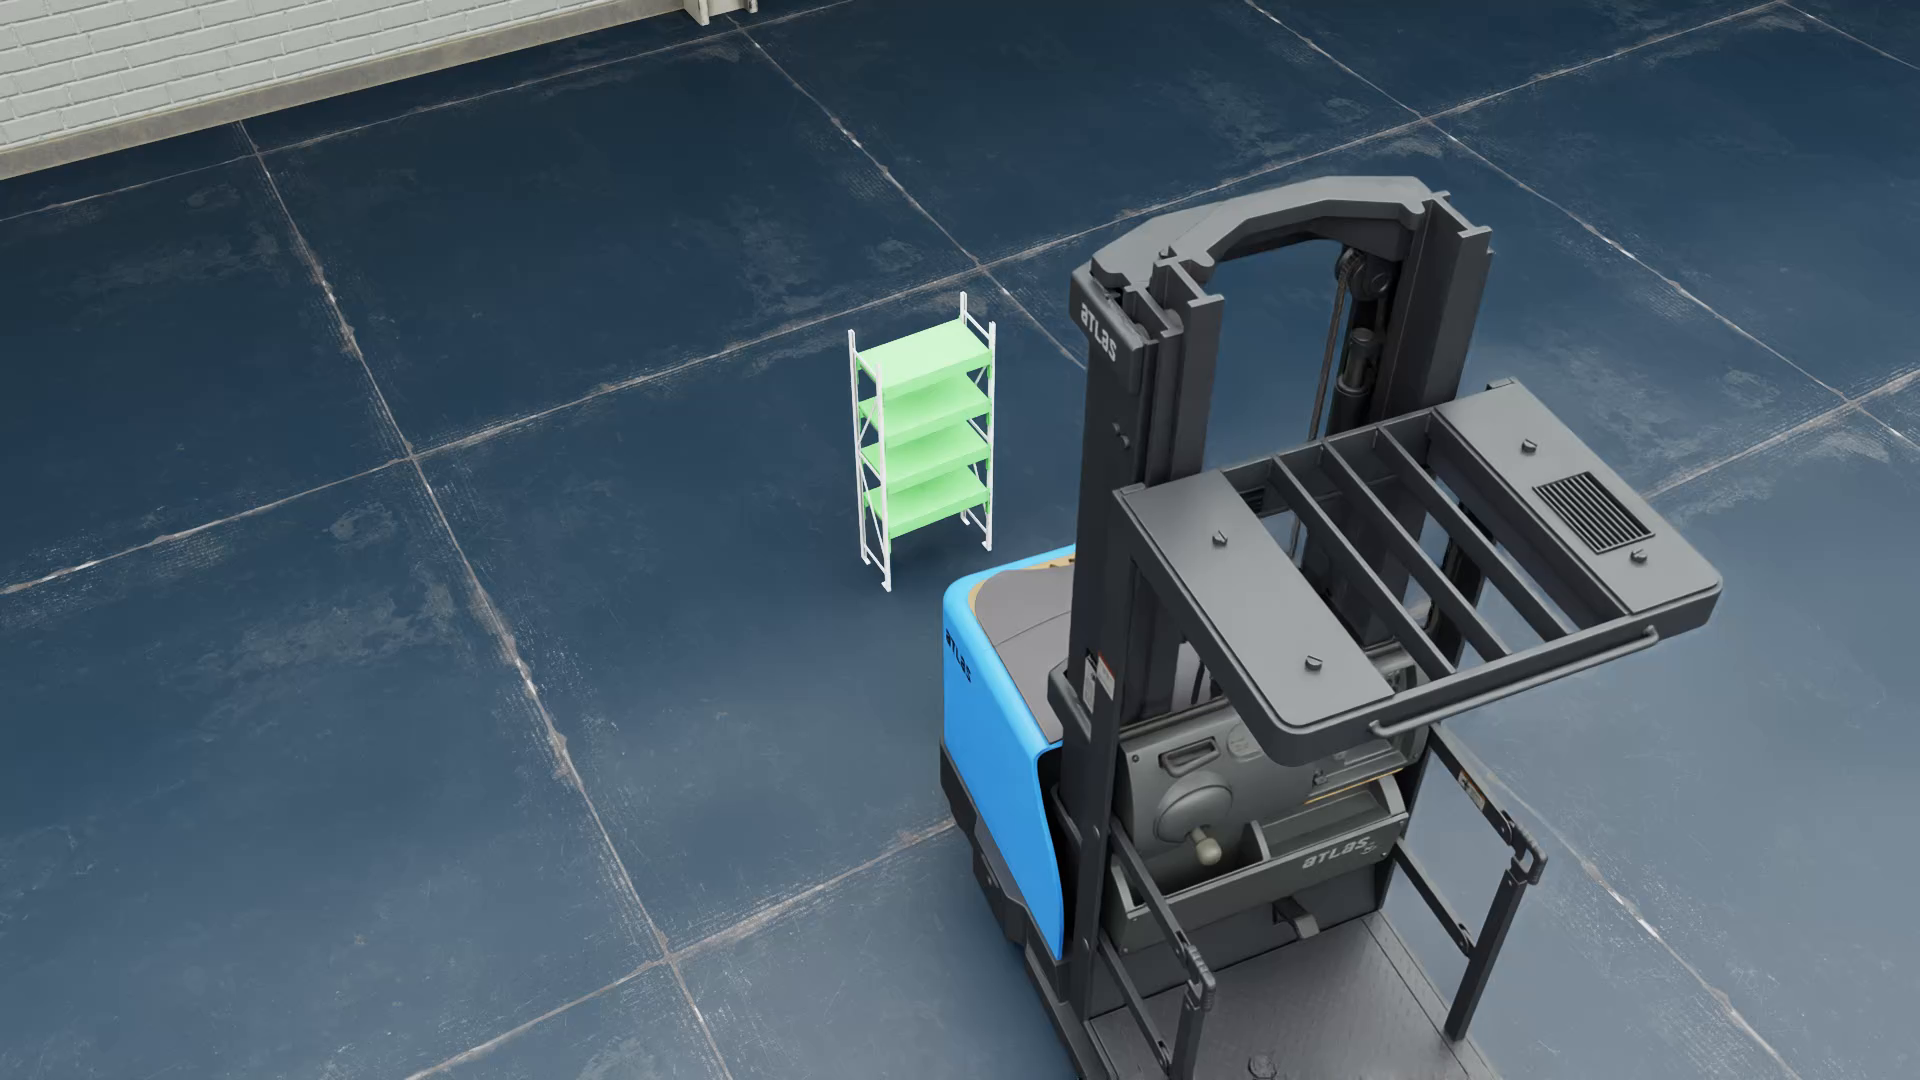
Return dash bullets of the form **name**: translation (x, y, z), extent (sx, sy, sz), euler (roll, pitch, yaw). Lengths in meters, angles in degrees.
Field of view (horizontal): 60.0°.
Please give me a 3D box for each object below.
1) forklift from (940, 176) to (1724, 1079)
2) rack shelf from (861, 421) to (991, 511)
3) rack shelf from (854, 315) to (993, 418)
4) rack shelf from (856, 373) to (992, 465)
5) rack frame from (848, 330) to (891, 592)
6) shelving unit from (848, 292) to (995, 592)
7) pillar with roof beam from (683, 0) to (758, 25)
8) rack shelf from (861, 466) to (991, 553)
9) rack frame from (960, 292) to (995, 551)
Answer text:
- **forklift**: translation (0.957, 0.680, 4.374), extent (1.130, 2.935, 3.031), euler (-16, 46, -16)
- **rack shelf**: translation (-0.144, -0.327, 6.747), extent (0.480, 0.148, 0.258), euler (-22, 48, -21)
- **rack shelf**: translation (-0.144, -0.672, 6.413), extent (0.480, 0.148, 0.258), euler (-22, 48, -21)
- **rack shelf**: translation (-0.144, -0.500, 6.580), extent (0.480, 0.148, 0.258), euler (-22, 48, -21)
- **rack frame**: translation (-0.355, -0.288, 6.615), extent (0.015, 1.200, 0.240), euler (-22, 48, -21)
- **shelving unit**: translation (-0.144, -0.373, 6.702), extent (0.503, 1.200, 0.258), euler (-22, 48, -21)
- **pillar with roof beam**: translation (0.601, -4.051, 4.892), extent (0.400, 9.000, 9.100), euler (-22, 48, -21)
- **rack shelf**: translation (-0.144, -0.155, 6.914), extent (0.480, 0.148, 0.258), euler (-22, 48, -21)
- **rack frame**: translation (0.068, -0.458, 6.790), extent (0.015, 1.200, 0.240), euler (-22, 48, -21)
